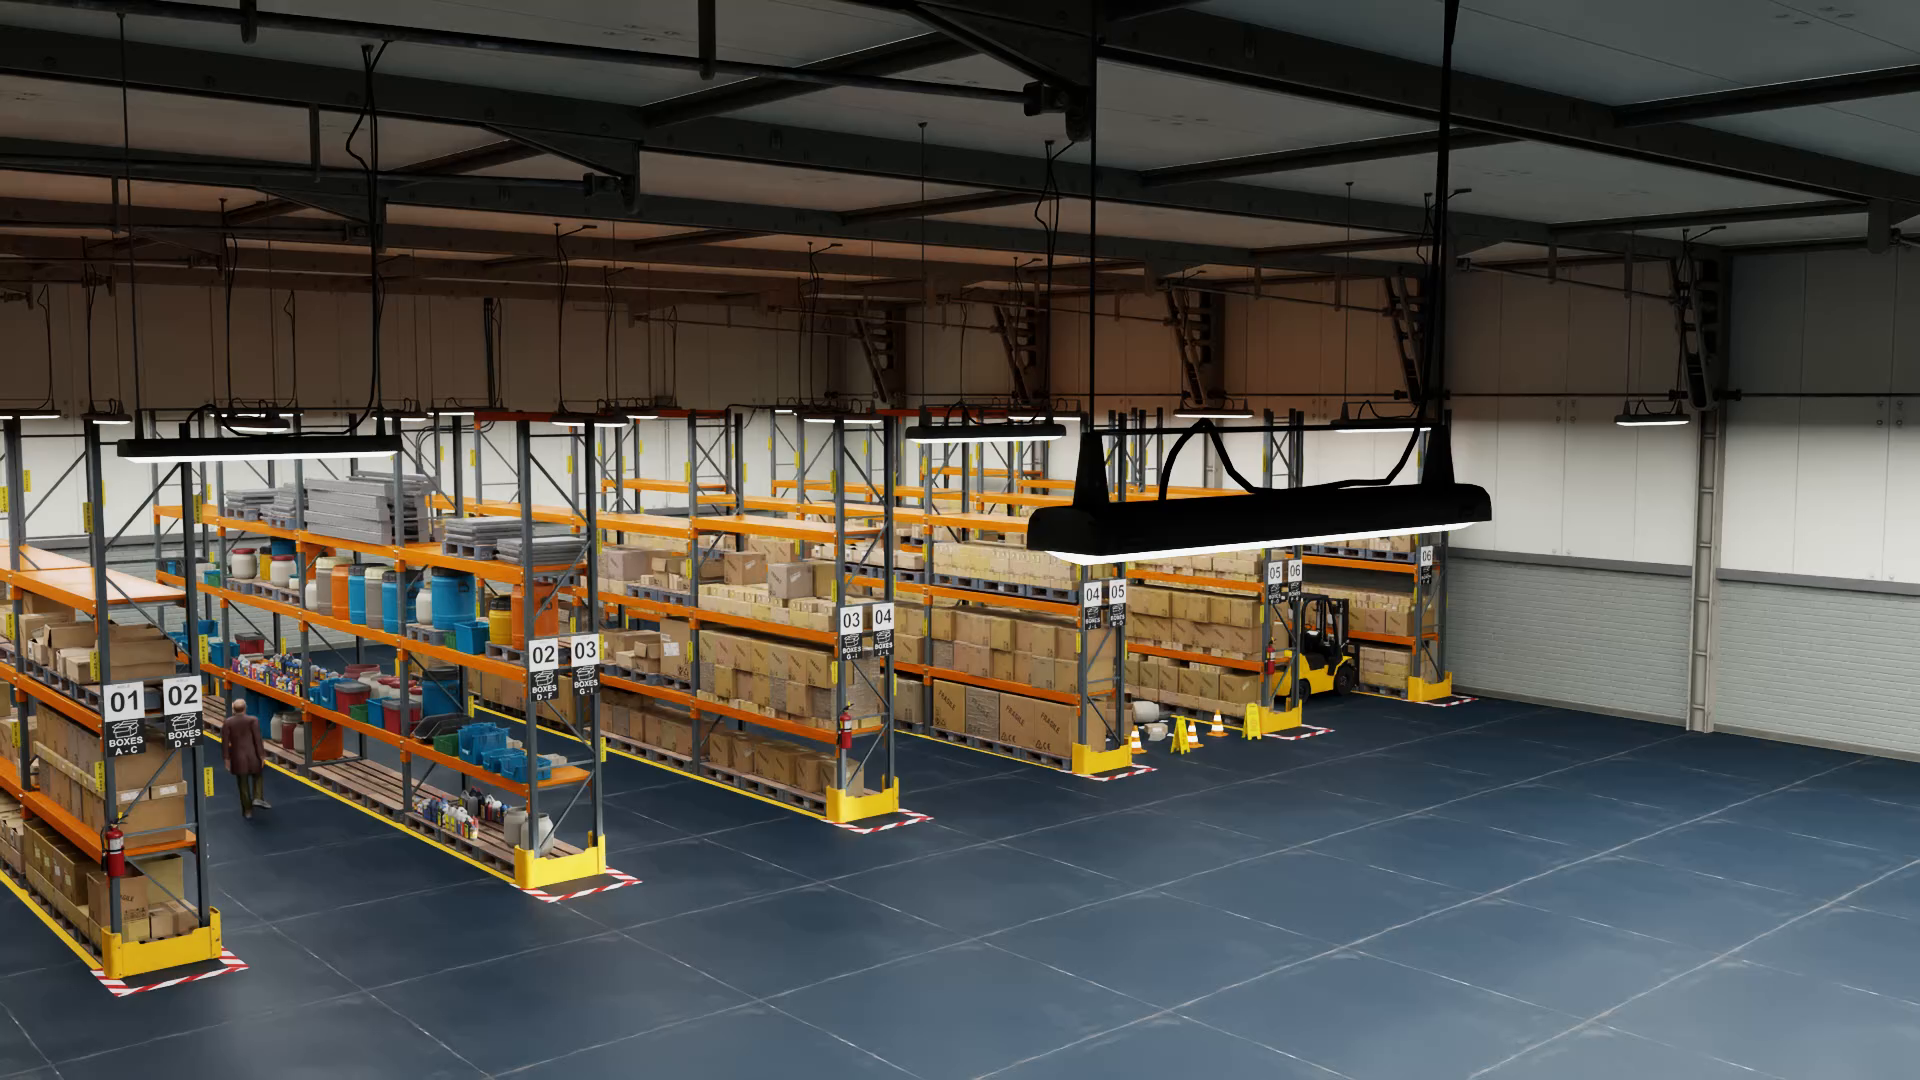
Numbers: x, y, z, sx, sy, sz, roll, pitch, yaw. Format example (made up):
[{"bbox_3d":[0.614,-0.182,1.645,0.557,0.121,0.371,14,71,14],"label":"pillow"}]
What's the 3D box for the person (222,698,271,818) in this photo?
[{"bbox_3d":[-10.673,3.259,24.857,0.625,1.770,0.571,-3,6,-29],"label":"person"}]
